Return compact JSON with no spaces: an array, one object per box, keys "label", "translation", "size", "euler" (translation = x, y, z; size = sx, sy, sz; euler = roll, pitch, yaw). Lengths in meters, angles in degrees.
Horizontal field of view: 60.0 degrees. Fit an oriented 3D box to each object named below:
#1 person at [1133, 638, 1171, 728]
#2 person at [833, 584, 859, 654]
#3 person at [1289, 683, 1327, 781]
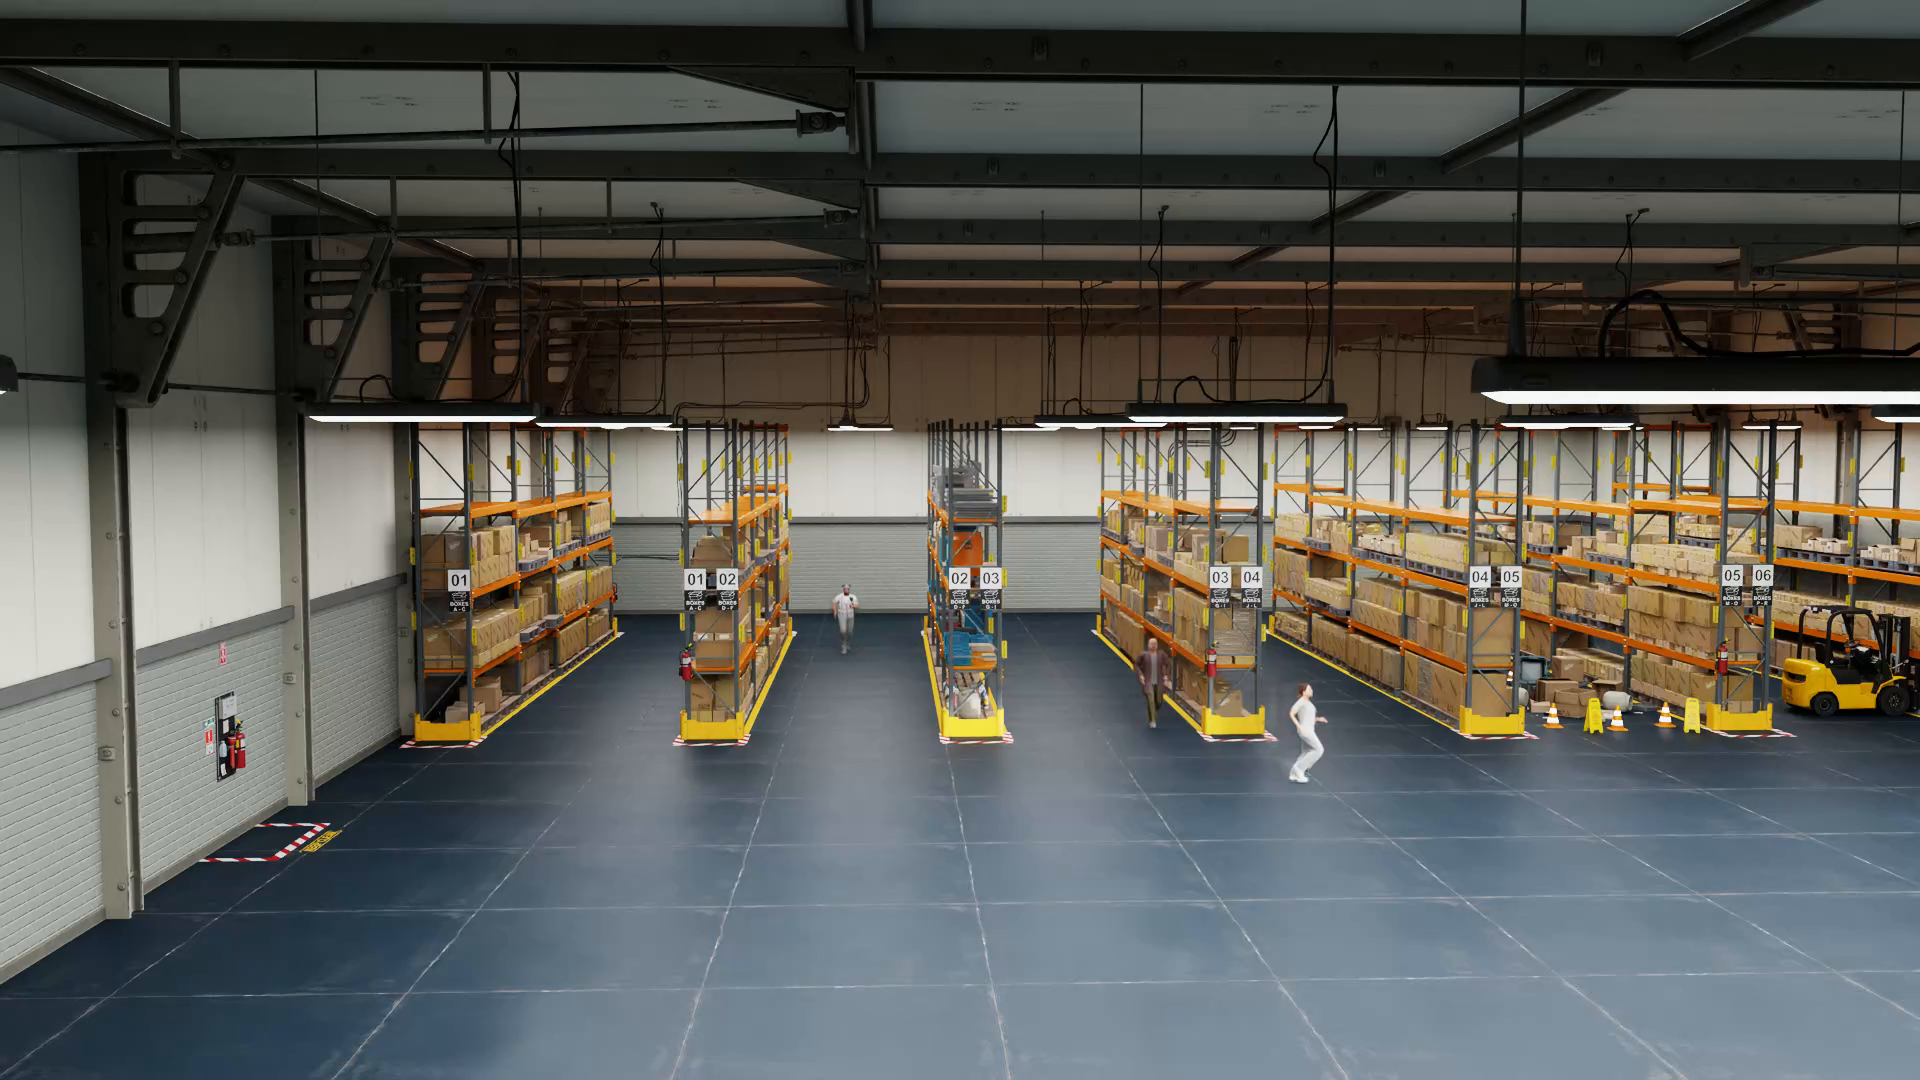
[{"label":"person","translation":[3.752,2.773,32.446],"size":[0.751,1.734,0.775],"euler":[0,4,-3]},{"label":"person","translation":[-2.974,2.049,43.510],"size":[0.643,1.841,0.817],"euler":[-1,4,-15]},{"label":"person","translation":[5.693,3.151,27.196],"size":[0.609,1.622,0.544],"euler":[2,4,22]}]
